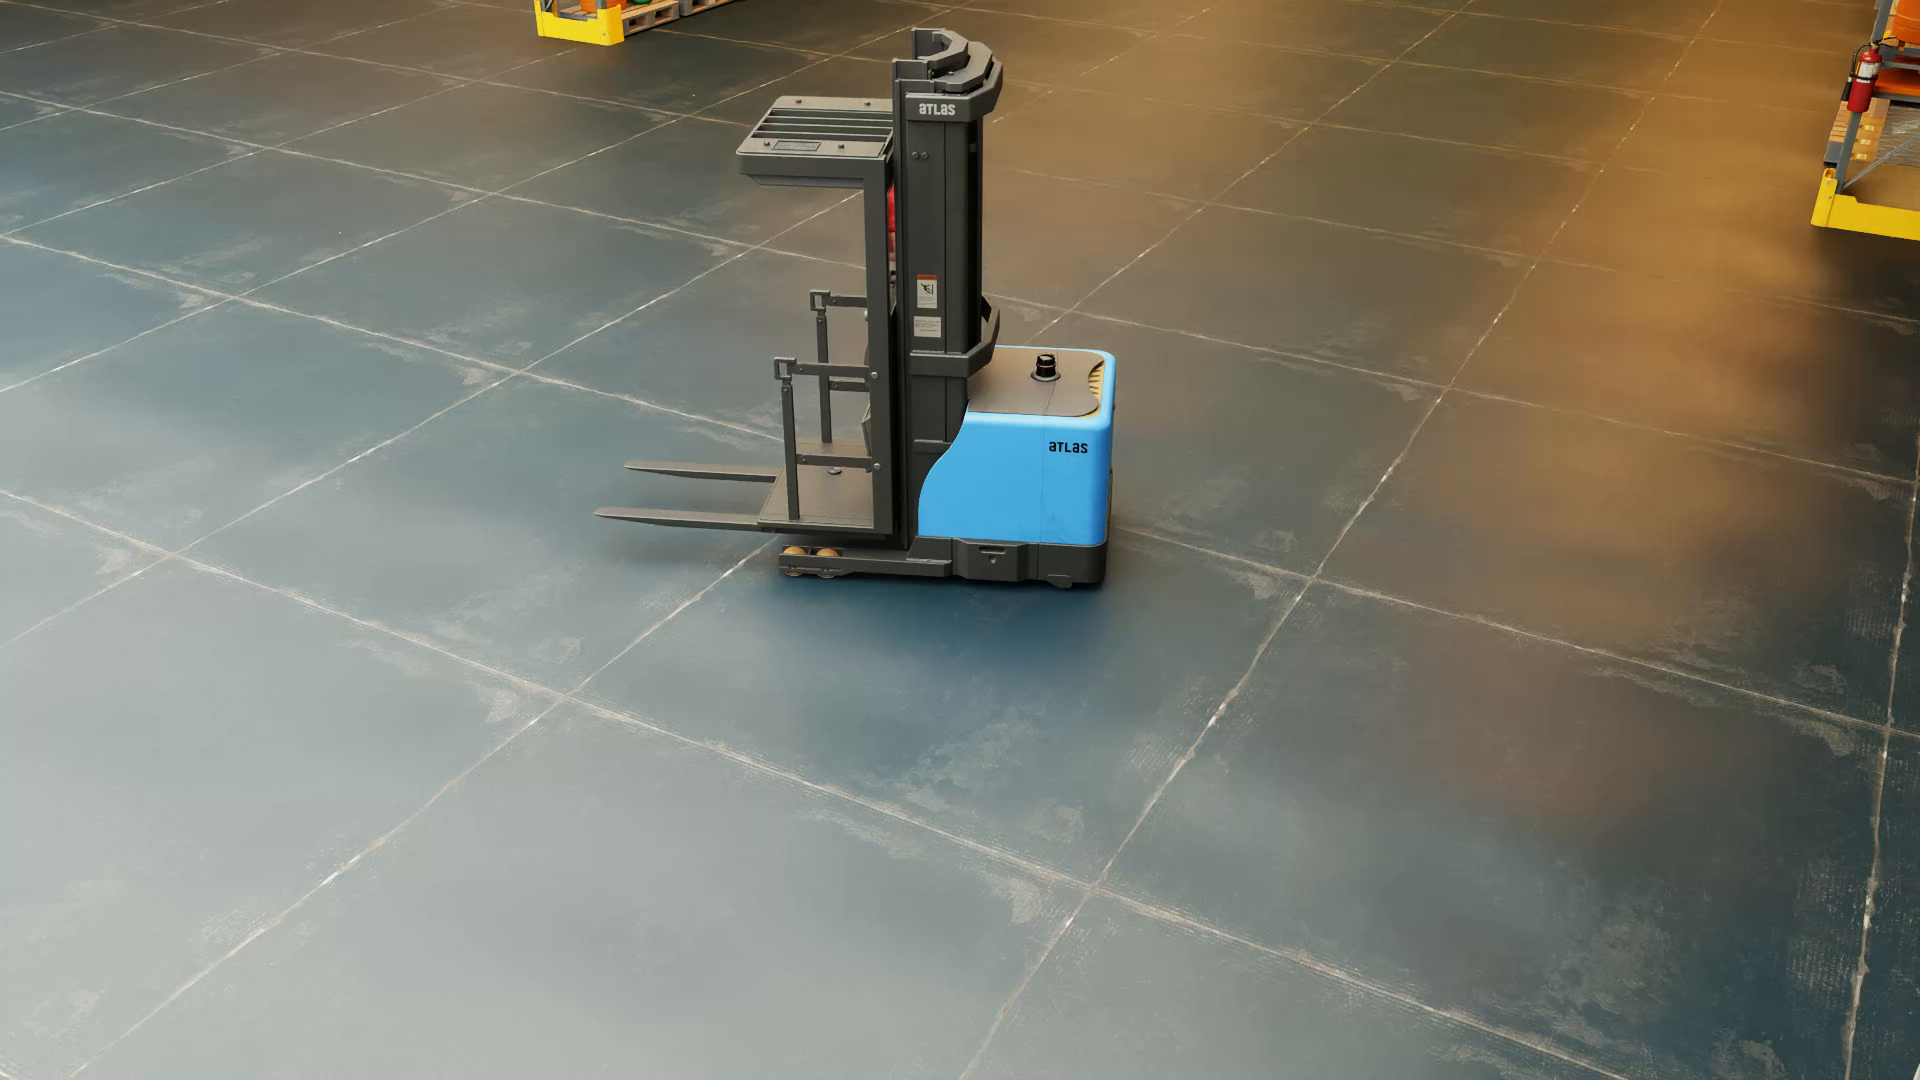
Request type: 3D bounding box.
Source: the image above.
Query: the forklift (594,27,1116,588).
[{"bbox_3d":[-0.624,-1.307,9.335,3.031,2.935,1.130,3,30,6],"label":"forklift"}]

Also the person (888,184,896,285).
[{"bbox_3d":[-0.428,-1.898,11.563,0.392,1.726,0.609,-8,31,-13],"label":"person"}]
